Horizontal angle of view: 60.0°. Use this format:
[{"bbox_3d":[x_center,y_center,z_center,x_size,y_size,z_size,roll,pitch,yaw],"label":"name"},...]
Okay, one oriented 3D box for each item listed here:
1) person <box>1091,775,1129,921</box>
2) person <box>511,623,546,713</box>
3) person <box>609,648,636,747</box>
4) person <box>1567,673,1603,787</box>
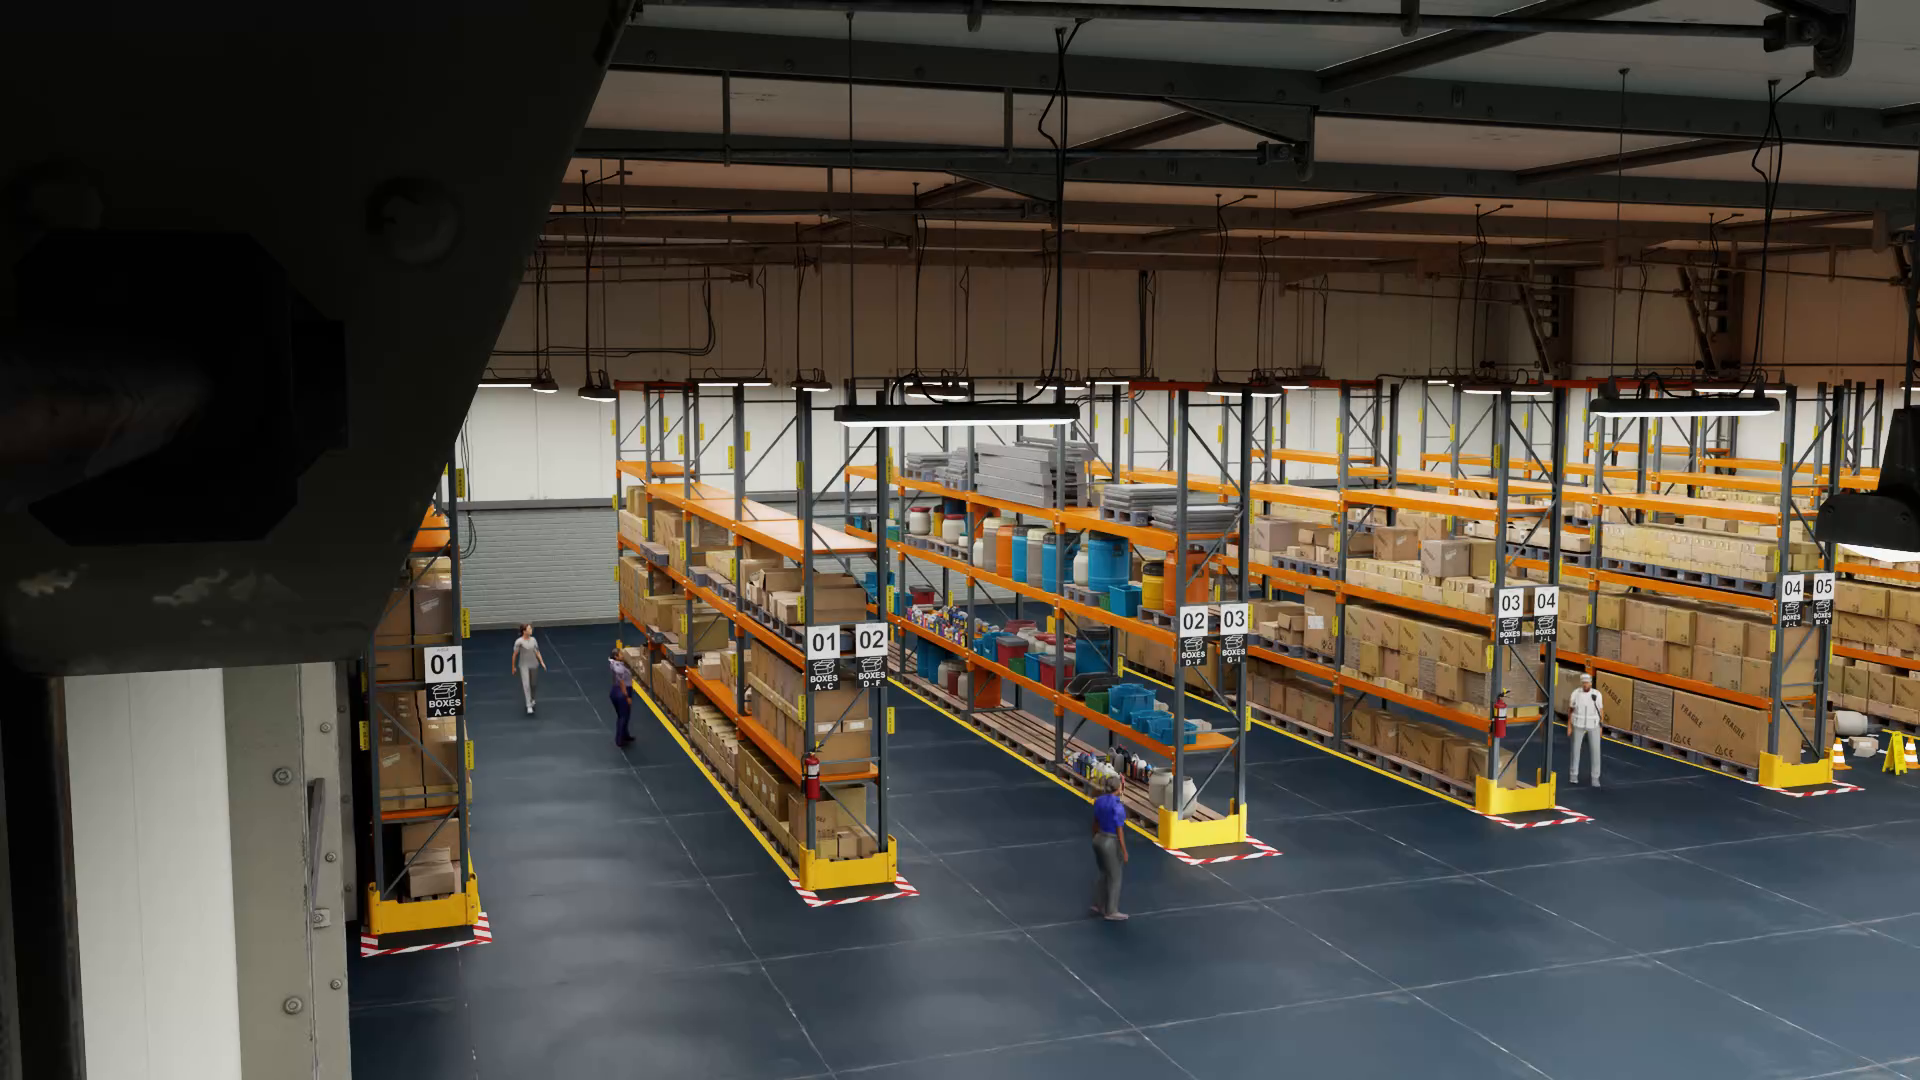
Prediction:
[{"bbox_3d":[1.715,3.543,19.022,0.347,1.728,0.530,-3,7,-30],"label":"person"},{"bbox_3d":[-7.899,2.313,30.421,0.620,1.621,1.064,-3,7,-23],"label":"person"},{"bbox_3d":[-5.579,2.603,27.733,0.552,1.629,0.491,-5,8,-41],"label":"person"},{"bbox_3d":[9.458,2.850,25.173,0.506,1.682,0.405,2,7,22],"label":"person"}]
